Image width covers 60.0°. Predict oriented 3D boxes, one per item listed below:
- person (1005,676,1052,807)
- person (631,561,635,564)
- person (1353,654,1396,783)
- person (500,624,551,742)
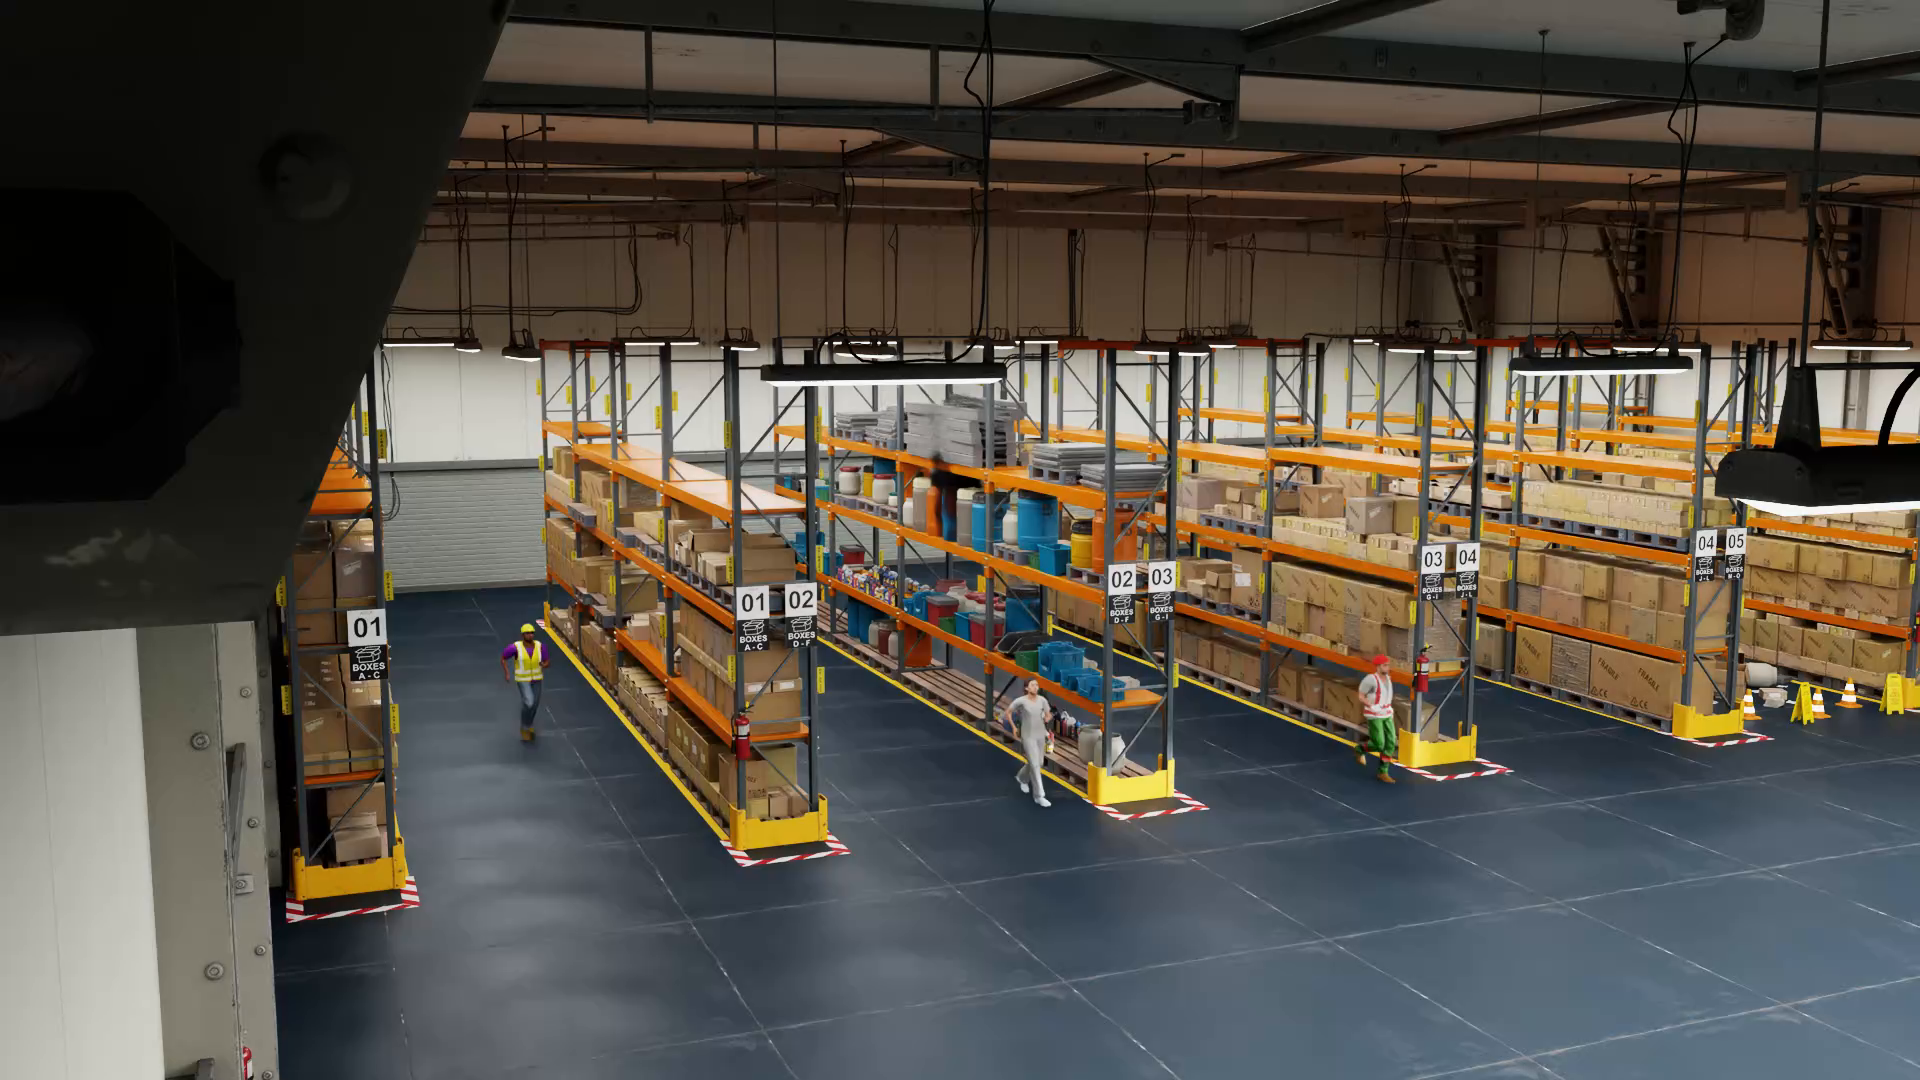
[{"bbox_3d":[0.961,2.624,22.000,0.573,1.645,0.929,-4,8,-29],"label":"person"},{"bbox_3d":[-7.120,0.861,36.154,0.876,1.554,0.634,3,8,20],"label":"person"},{"bbox_3d":[5.816,2.464,23.226,0.693,1.772,0.744,-5,9,-32],"label":"person"},{"bbox_3d":[-6.568,2.174,25.352,0.672,1.802,0.733,-6,9,-37],"label":"person"}]
